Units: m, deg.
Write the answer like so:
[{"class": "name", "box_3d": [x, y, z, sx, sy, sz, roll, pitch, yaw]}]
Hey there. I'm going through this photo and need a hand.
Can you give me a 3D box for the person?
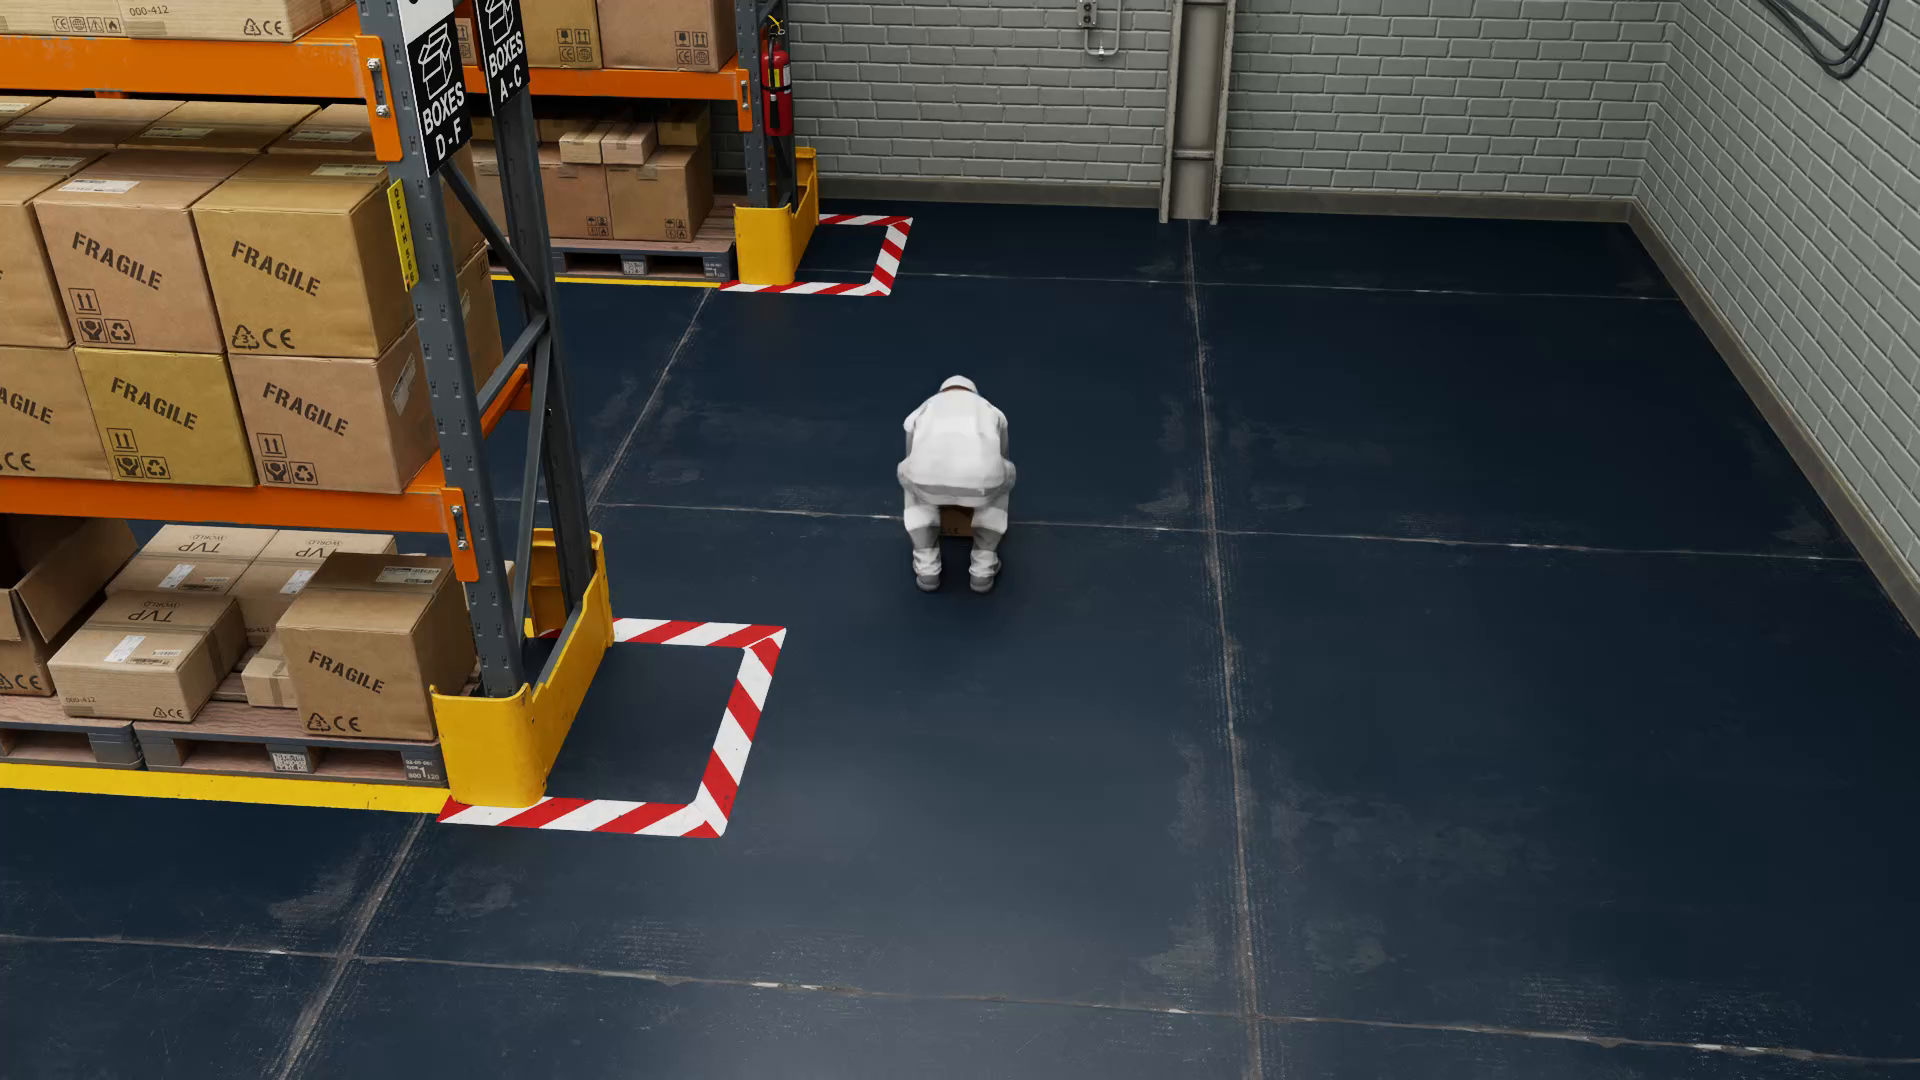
[{"class": "person", "box_3d": [-0.012, -0.271, 7.473, 0.532, 0.869, 0.965, 1, 32, 2]}]
